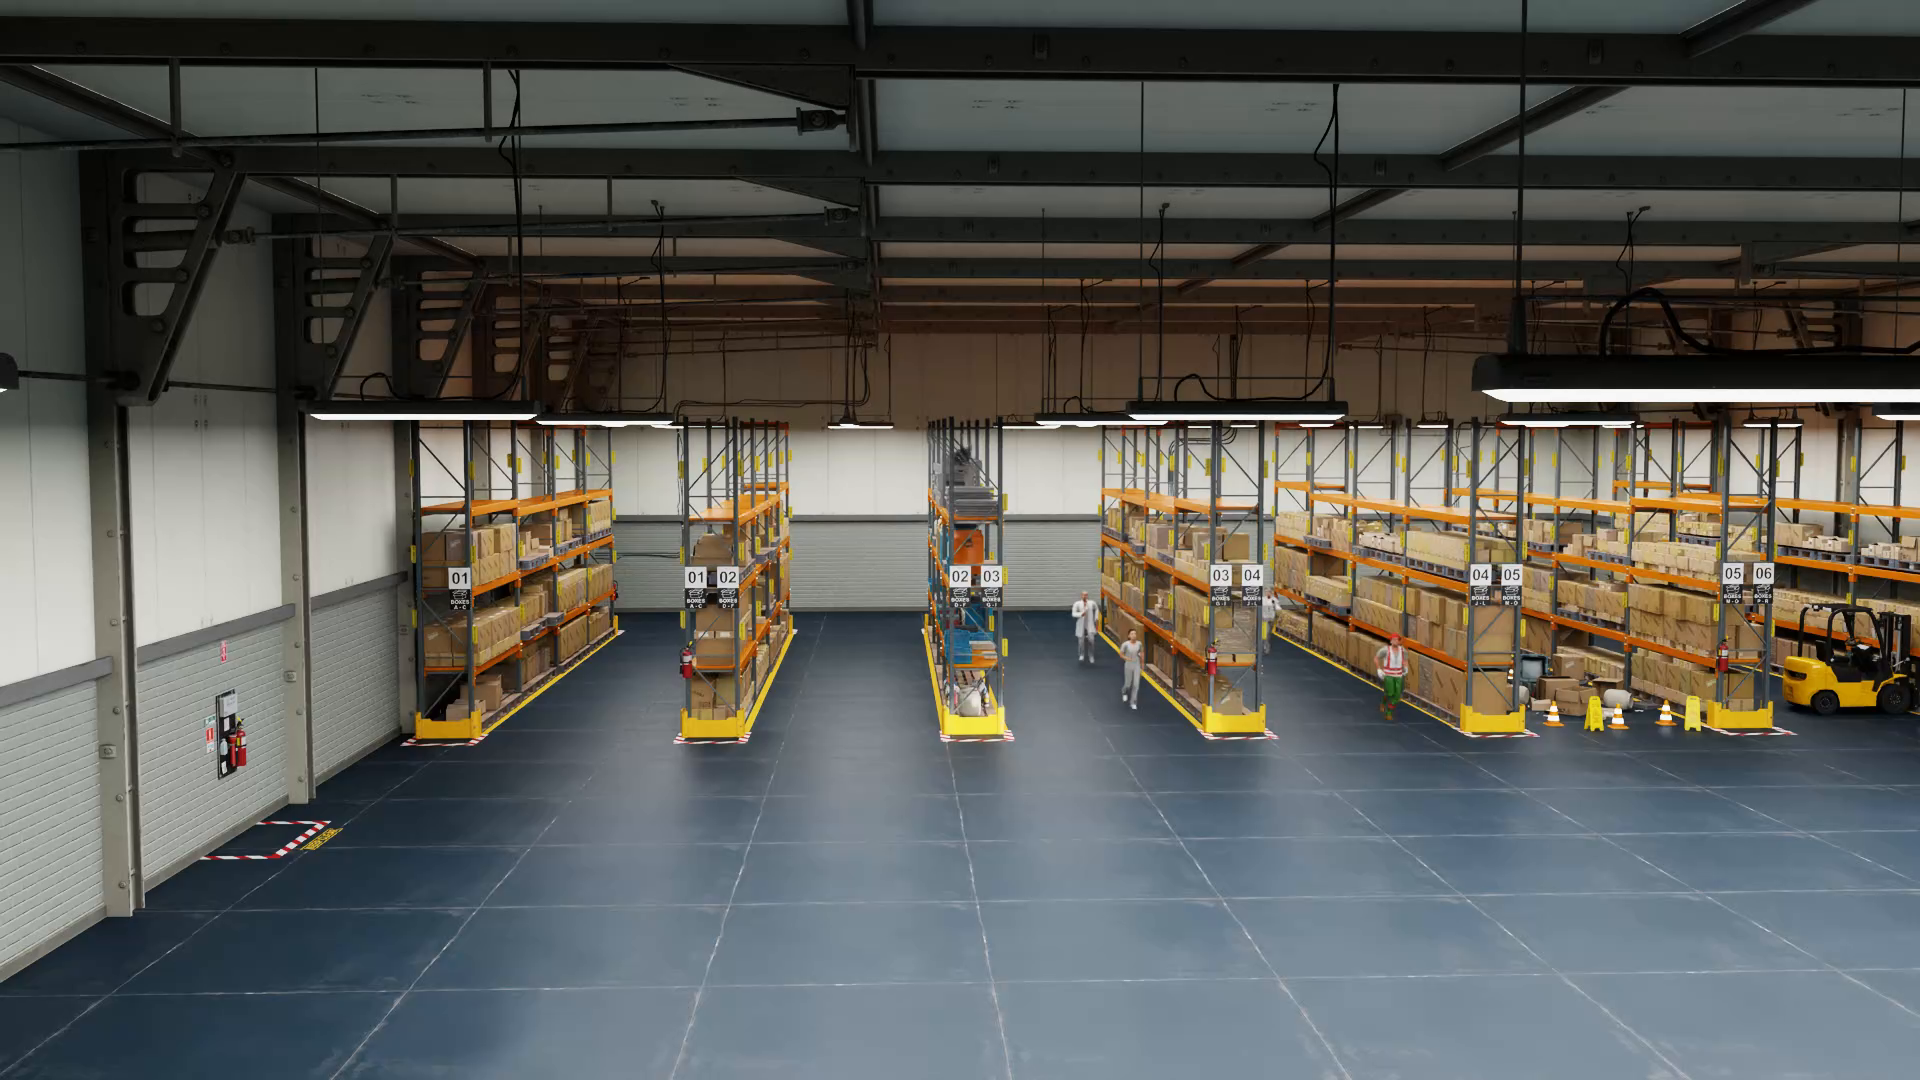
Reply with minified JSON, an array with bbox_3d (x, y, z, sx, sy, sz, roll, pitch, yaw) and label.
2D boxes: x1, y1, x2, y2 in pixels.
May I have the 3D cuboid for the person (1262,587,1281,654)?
[{"bbox_3d":[8.032,2.071,43.173,0.584,1.754,0.776,0,4,0],"label":"person"}]

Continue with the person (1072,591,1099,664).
[{"bbox_3d":[3.102,2.166,41.075,0.689,1.826,0.799,0,4,-1],"label":"person"}]

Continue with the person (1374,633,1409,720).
[{"bbox_3d":[8.586,2.706,32.969,0.670,1.735,0.583,-1,4,-8],"label":"person"}]

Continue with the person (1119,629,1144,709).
[{"bbox_3d":[3.565,2.647,34.466,0.570,1.641,0.772,-1,4,-9],"label":"person"}]
